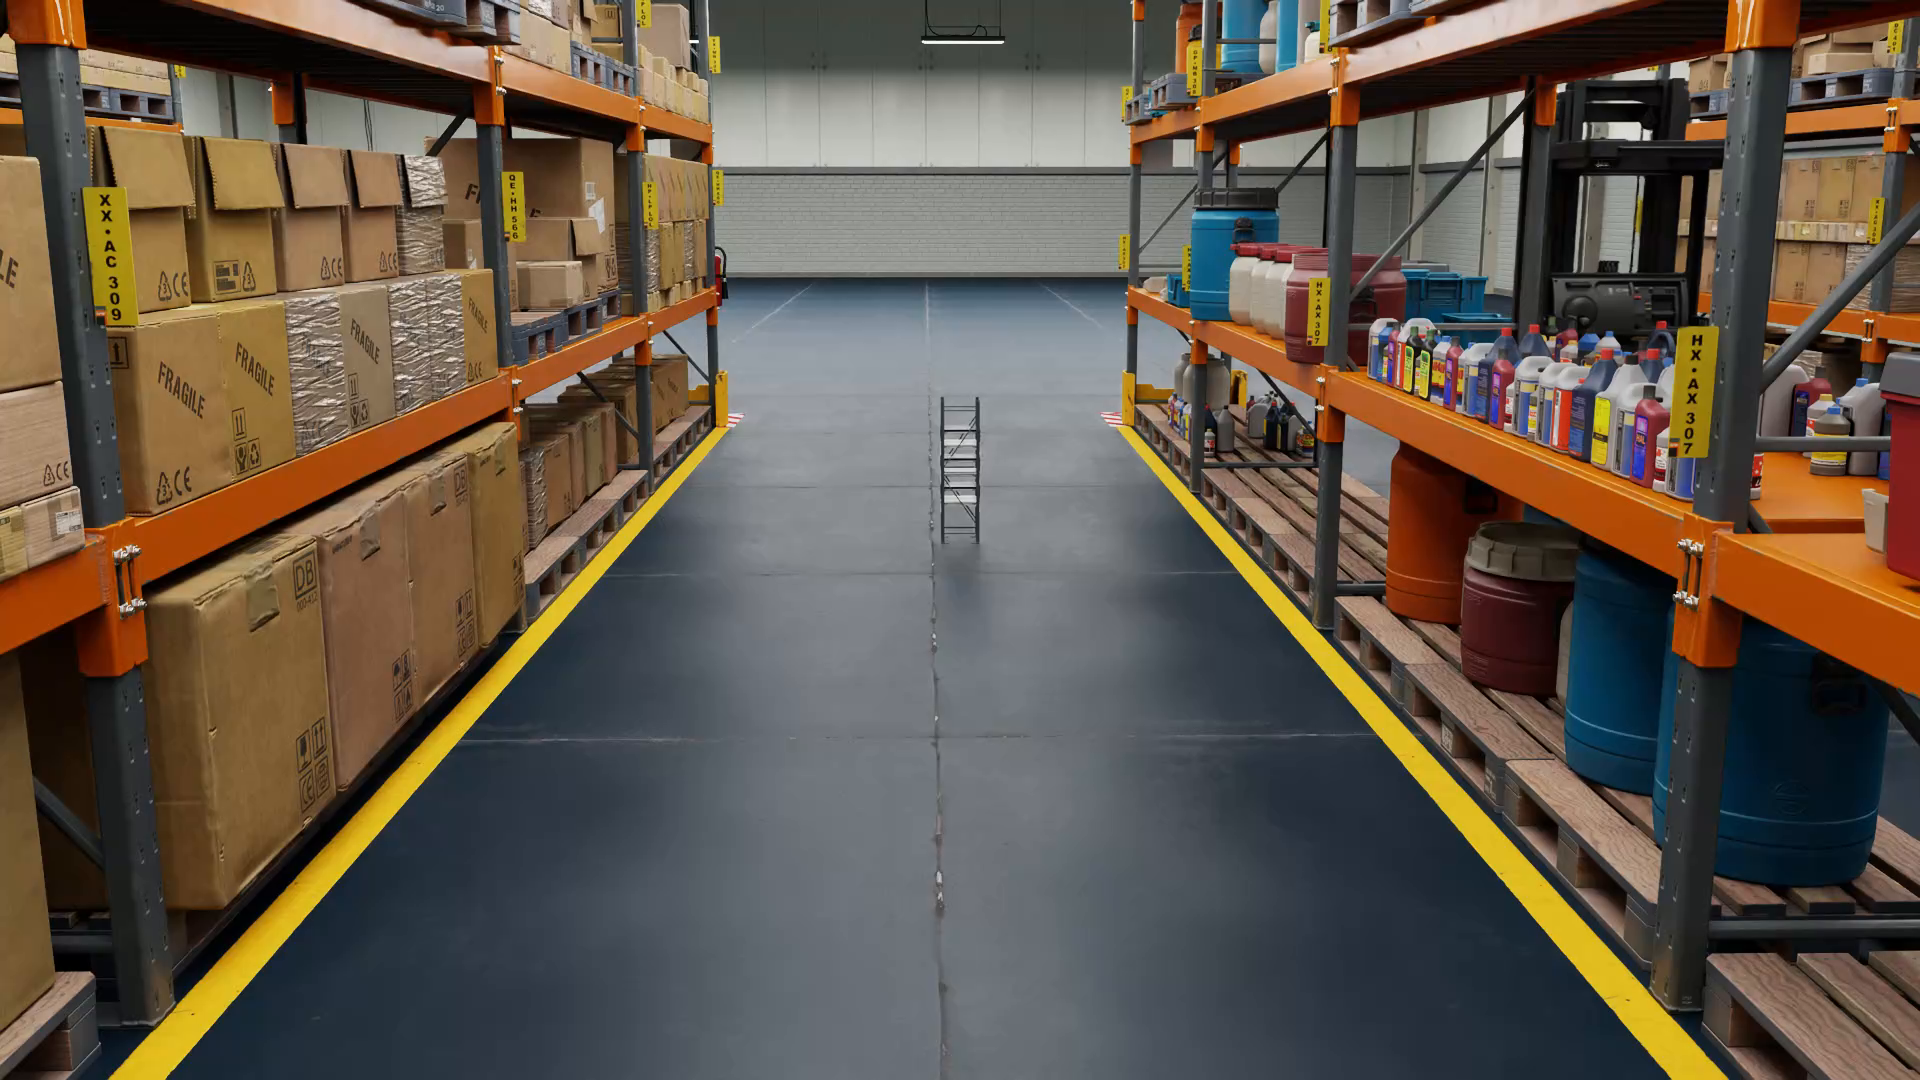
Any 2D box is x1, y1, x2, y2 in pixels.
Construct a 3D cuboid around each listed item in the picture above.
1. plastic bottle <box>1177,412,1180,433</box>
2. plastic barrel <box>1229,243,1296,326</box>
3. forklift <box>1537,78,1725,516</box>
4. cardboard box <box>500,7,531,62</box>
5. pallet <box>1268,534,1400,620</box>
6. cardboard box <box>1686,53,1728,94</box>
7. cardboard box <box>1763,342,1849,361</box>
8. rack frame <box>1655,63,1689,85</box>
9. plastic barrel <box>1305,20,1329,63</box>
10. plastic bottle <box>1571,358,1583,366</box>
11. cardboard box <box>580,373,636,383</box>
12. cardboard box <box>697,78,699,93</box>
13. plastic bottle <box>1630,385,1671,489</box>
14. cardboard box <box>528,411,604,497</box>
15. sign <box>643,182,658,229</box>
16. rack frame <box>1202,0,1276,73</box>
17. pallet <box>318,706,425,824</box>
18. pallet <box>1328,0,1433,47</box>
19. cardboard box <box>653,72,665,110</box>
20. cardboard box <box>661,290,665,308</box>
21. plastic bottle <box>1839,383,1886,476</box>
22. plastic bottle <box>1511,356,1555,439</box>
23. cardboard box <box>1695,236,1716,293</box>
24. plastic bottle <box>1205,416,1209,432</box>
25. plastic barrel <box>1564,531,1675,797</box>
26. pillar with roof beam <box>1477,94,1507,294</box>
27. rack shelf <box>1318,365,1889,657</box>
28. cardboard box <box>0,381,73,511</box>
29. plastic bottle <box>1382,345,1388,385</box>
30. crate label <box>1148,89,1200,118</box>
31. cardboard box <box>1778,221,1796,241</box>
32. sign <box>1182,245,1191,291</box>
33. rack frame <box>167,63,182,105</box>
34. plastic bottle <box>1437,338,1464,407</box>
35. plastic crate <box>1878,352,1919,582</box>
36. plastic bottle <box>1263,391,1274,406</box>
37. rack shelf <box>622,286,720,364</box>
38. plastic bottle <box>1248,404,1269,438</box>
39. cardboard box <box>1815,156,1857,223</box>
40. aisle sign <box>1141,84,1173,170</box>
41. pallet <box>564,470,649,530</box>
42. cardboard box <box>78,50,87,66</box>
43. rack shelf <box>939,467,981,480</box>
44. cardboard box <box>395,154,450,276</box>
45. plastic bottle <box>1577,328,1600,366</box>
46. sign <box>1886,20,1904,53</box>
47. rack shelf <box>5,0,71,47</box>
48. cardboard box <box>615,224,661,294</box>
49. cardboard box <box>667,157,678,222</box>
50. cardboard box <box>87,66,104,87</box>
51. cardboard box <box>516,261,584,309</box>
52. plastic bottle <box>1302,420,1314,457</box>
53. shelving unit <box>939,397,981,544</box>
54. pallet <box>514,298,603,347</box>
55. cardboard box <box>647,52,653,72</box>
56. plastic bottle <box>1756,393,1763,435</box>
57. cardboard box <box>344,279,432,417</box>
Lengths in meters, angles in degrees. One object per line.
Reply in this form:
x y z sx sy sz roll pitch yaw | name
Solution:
1.856 -0.992 13.837 0.097 0.201 0.097 0 11 0 | plastic bottle
2.002 -1.698 11.042 0.433 0.535 0.433 0 11 0 | plastic barrel
4.564 -1.657 11.354 1.130 2.935 3.031 0 11 0 | forklift
-2.423 -2.498 8.160 0.500 0.250 0.500 0 11 0 | cardboard box
2.307 0.185 9.115 1.003 0.211 1.213 0 11 -1 | pallet
7.079 -4.318 15.086 0.797 0.503 0.637 1 11 3 | cardboard box
6.913 -1.358 13.681 0.500 0.500 0.500 0 11 -1 | cardboard box
7.071 -5.577 15.416 1.000 3.000 0.127 0 11 -1 | rack frame
2.025 -2.681 9.035 0.301 0.262 0.301 0 11 0 | plastic barrel
2.134 -0.496 5.783 0.097 0.271 0.097 0 11 0 | plastic bottle
-2.829 -1.099 13.664 0.500 0.500 0.500 -1 12 -6 | cardboard box
-2.512 -4.029 14.704 0.380 0.149 0.250 -1 11 -4 | cardboard box
1.985 -0.298 4.775 0.061 0.283 0.133 0 11 -1 | plastic bottle
-2.768 -0.575 11.032 0.700 0.500 0.500 0 11 -2 | cardboard box
-2.195 -2.372 11.796 0.100 0.325 0.005 0 11 -1 | sign
2.202 -4.762 11.401 1.000 3.000 0.127 0 11 -1 | rack frame
-2.704 0.759 6.288 1.003 0.211 1.213 0 11 -1 | pallet
2.202 -2.252 7.047 1.003 0.211 1.213 0 11 -1 | pallet
-2.519 -3.394 12.578 0.500 0.250 0.500 0 11 -2 | cardboard box
-2.494 -1.872 12.873 0.380 0.149 0.250 0 11 -1 | cardboard box
2.731 -0.338 4.990 0.152 0.276 0.135 0 11 -1 | plastic bottle
2.010 -0.494 5.762 0.152 0.276 0.135 0 11 -1 | plastic bottle
7.084 -2.489 15.031 0.700 0.500 0.500 0 11 0 | cardboard box
1.862 -0.801 12.688 0.061 0.283 0.133 0 11 2 | plastic bottle
2.358 0.342 5.552 0.600 0.901 0.708 0 11 -1 | plastic barrel
8.103 -10.216 38.281 9.100 9.000 0.548 0 11 -1 | pillar with roof beam
2.326 -0.277 6.190 1.077 0.370 4.000 0 11 -1 | rack shelf
-2.313 -0.197 3.616 0.500 0.250 0.500 0 11 -2 | cardboard box
1.947 -0.800 7.457 0.097 0.201 0.097 0 11 0 | plastic bottle
1.827 -3.641 13.792 0.502 0.251 0.408 0 11 -1 | crate label
6.910 -2.514 13.525 0.380 0.149 0.250 0 11 0 | cardboard box
1.651 -1.958 11.969 0.100 0.325 0.005 0 11 -1 | sign
-7.794 -5.537 15.218 1.000 3.000 0.127 0 11 -1 | rack frame
1.964 -0.670 6.640 0.097 0.271 0.097 0 11 0 | plastic bottle
2.135 -0.114 3.266 0.402 0.464 0.583 0 11 -1 | plastic crate
2.583 -1.061 13.800 0.144 0.351 0.185 0 11 1 | plastic bottle
-2.792 -1.847 13.928 1.077 0.370 4.000 0 11 -1 | rack shelf
2.440 -0.982 13.597 0.152 0.276 0.135 0 11 -1 | plastic bottle
7.127 -2.715 12.884 0.700 0.500 0.500 0 11 -1 | cardboard box
1.825 -3.905 15.722 0.394 0.787 0.004 0 11 -1 | aisle sign
-2.733 -0.281 11.411 1.003 0.211 1.213 0 11 -1 | pallet
-7.475 -3.998 13.500 0.500 0.250 0.500 0 11 -1 | cardboard box
0.000 -0.407 10.468 0.258 0.077 0.200 0 11 -1 | rack shelf
-2.669 -1.402 7.151 0.797 0.503 0.637 0 11 1 | cardboard box
2.712 -0.778 7.172 0.097 0.271 0.097 0 11 0 | plastic bottle
6.599 -3.602 11.723 0.100 0.325 0.005 0 11 -1 | sign
-2.544 -0.932 1.872 1.077 0.370 4.000 0 11 -1 | rack shelf
-2.698 -2.086 12.299 0.875 0.500 0.500 0 11 -1 | cardboard box
-2.527 -2.776 13.184 0.500 0.500 0.500 0 11 -1 | cardboard box
-7.422 -3.881 13.926 0.380 0.149 0.250 0 11 -1 | cardboard box
-2.472 -1.473 9.597 0.500 0.250 0.500 -1 11 -3 | cardboard box
2.633 -0.766 12.546 0.097 0.271 0.097 0 11 0 | plastic bottle
0.000 -0.439 10.462 0.258 0.900 0.210 0 11 -1 | shelving unit
-2.749 -1.306 9.935 1.003 0.211 1.213 0 11 -1 | pallet
-2.507 -3.567 12.425 0.380 0.149 0.250 0 11 -1 | cardboard box
2.567 -0.448 5.536 0.152 0.276 0.135 0 11 -1 | plastic bottle
-2.391 -0.756 6.492 0.500 0.500 0.500 -1 11 -3 | cardboard box
